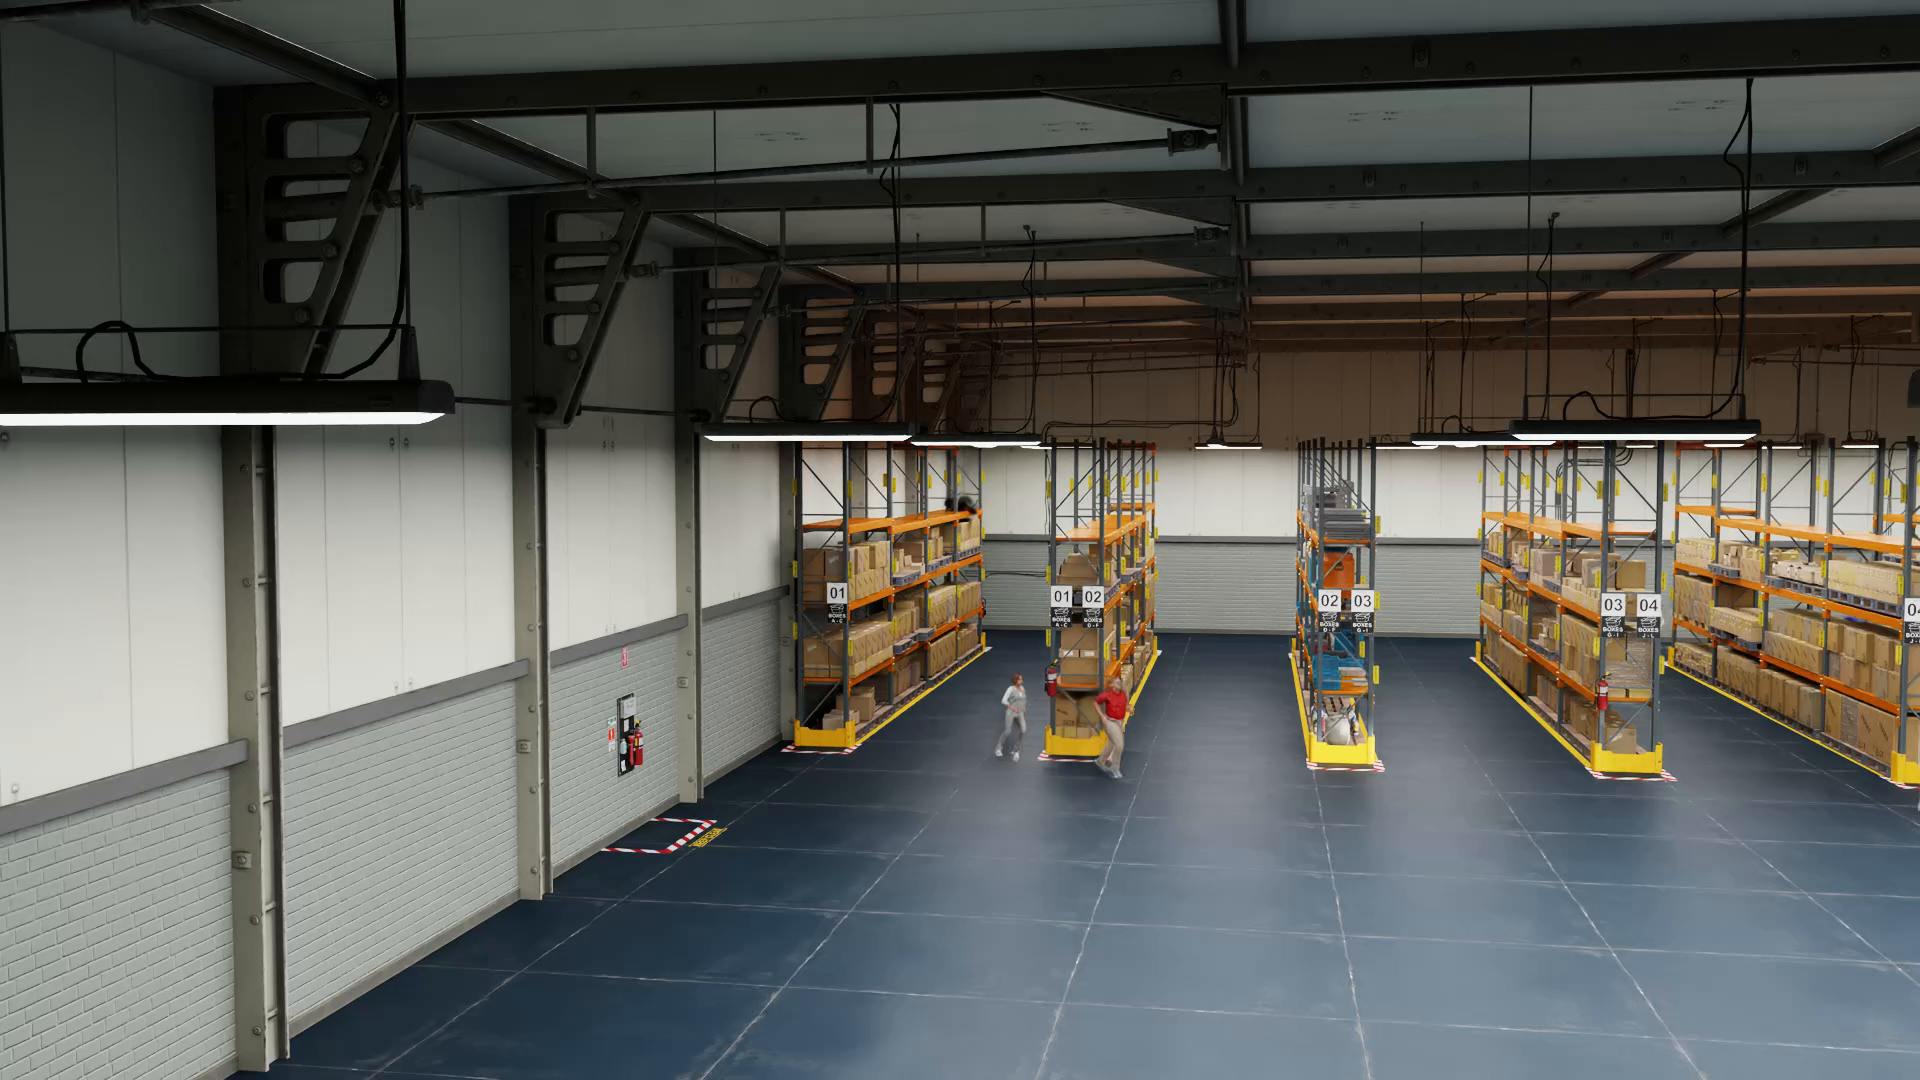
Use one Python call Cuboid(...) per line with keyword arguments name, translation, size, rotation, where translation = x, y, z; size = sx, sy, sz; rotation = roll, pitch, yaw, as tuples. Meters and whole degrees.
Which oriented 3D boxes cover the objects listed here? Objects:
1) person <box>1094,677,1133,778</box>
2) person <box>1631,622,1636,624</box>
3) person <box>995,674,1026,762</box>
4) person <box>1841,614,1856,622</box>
Cuboid(name="person", translation=(2.724, 3.321, 29.459), size=(0.779, 1.800, 0.643), rotation=(3, 4, 43))
Cuboid(name="person", translation=(18.274, 2.519, 45.626), size=(0.595, 1.600, 0.711), rotation=(-1, 3, -10))
Cuboid(name="person", translation=(1.022, 3.295, 31.063), size=(0.597, 1.602, 0.634), rotation=(-2, 4, -31))
Cuboid(name="person", translation=(24.107, 2.533, 45.195), size=(0.663, 1.659, 0.658), rotation=(2, 3, 27))
